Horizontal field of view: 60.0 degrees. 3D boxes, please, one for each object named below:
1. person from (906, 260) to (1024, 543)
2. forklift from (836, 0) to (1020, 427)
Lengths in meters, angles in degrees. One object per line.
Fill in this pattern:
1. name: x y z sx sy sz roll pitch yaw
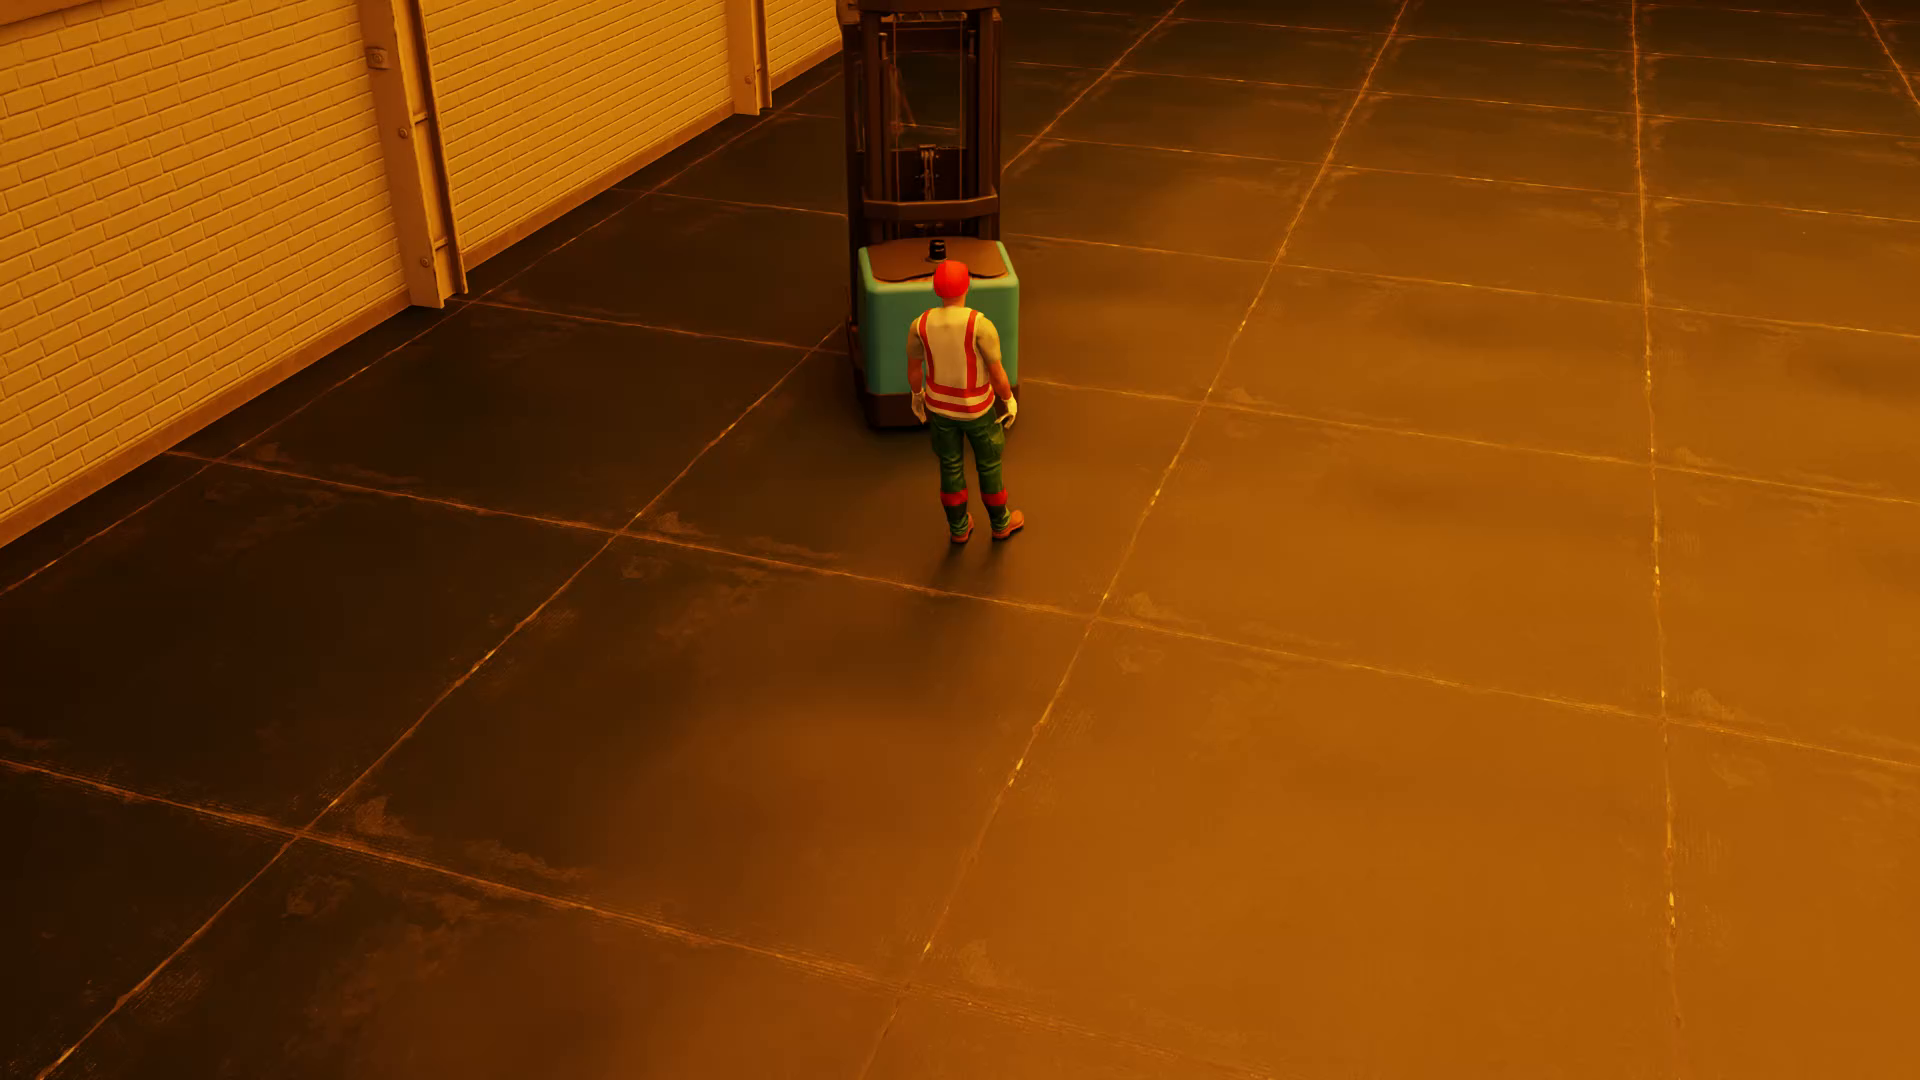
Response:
1. person: 0.036 -0.817 9.714 0.638 1.784 0.562 10 31 16
2. forklift: -0.287 -2.749 11.958 1.130 2.935 3.031 -3 30 -6
